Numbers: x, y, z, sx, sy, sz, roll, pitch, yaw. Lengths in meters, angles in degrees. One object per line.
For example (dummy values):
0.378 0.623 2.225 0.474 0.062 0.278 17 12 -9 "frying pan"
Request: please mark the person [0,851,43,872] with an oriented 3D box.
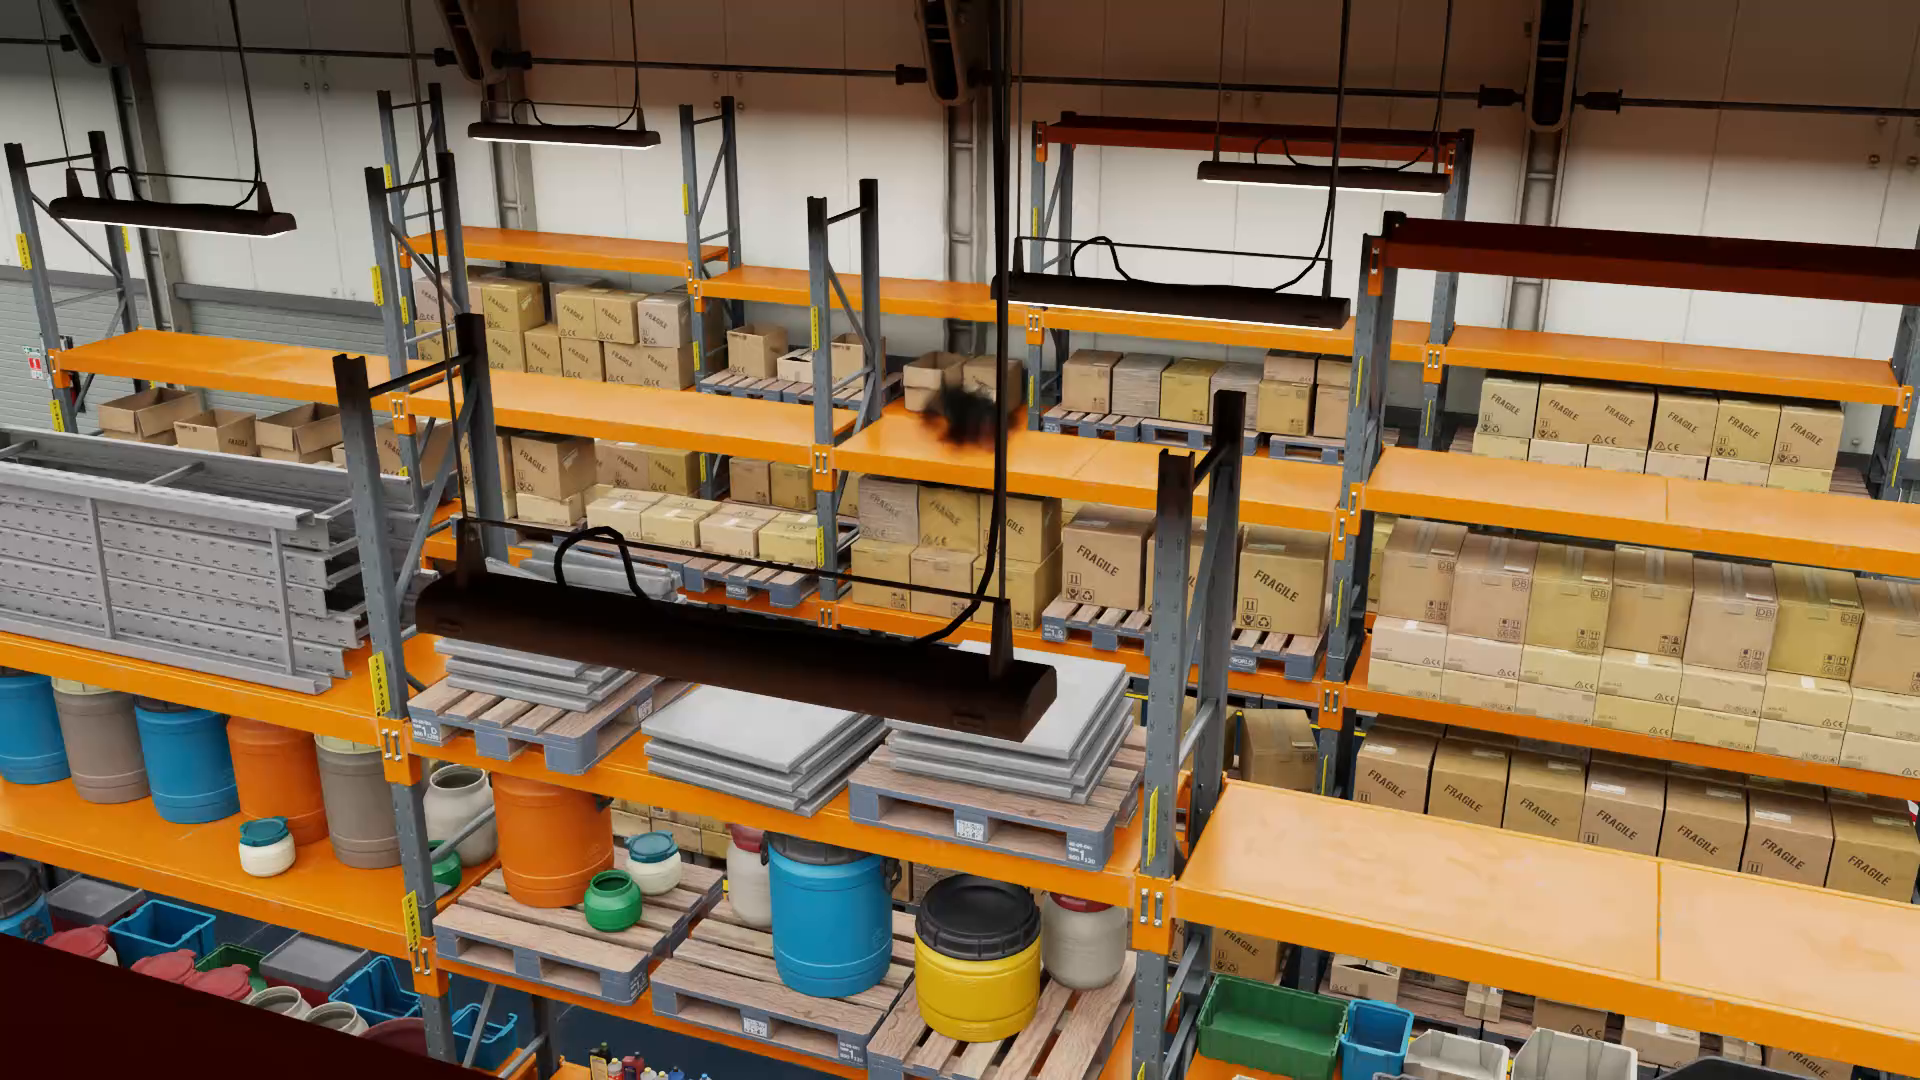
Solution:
-8.159 2.286 14.176 0.545 1.610 0.623 2 21 5 "person"
